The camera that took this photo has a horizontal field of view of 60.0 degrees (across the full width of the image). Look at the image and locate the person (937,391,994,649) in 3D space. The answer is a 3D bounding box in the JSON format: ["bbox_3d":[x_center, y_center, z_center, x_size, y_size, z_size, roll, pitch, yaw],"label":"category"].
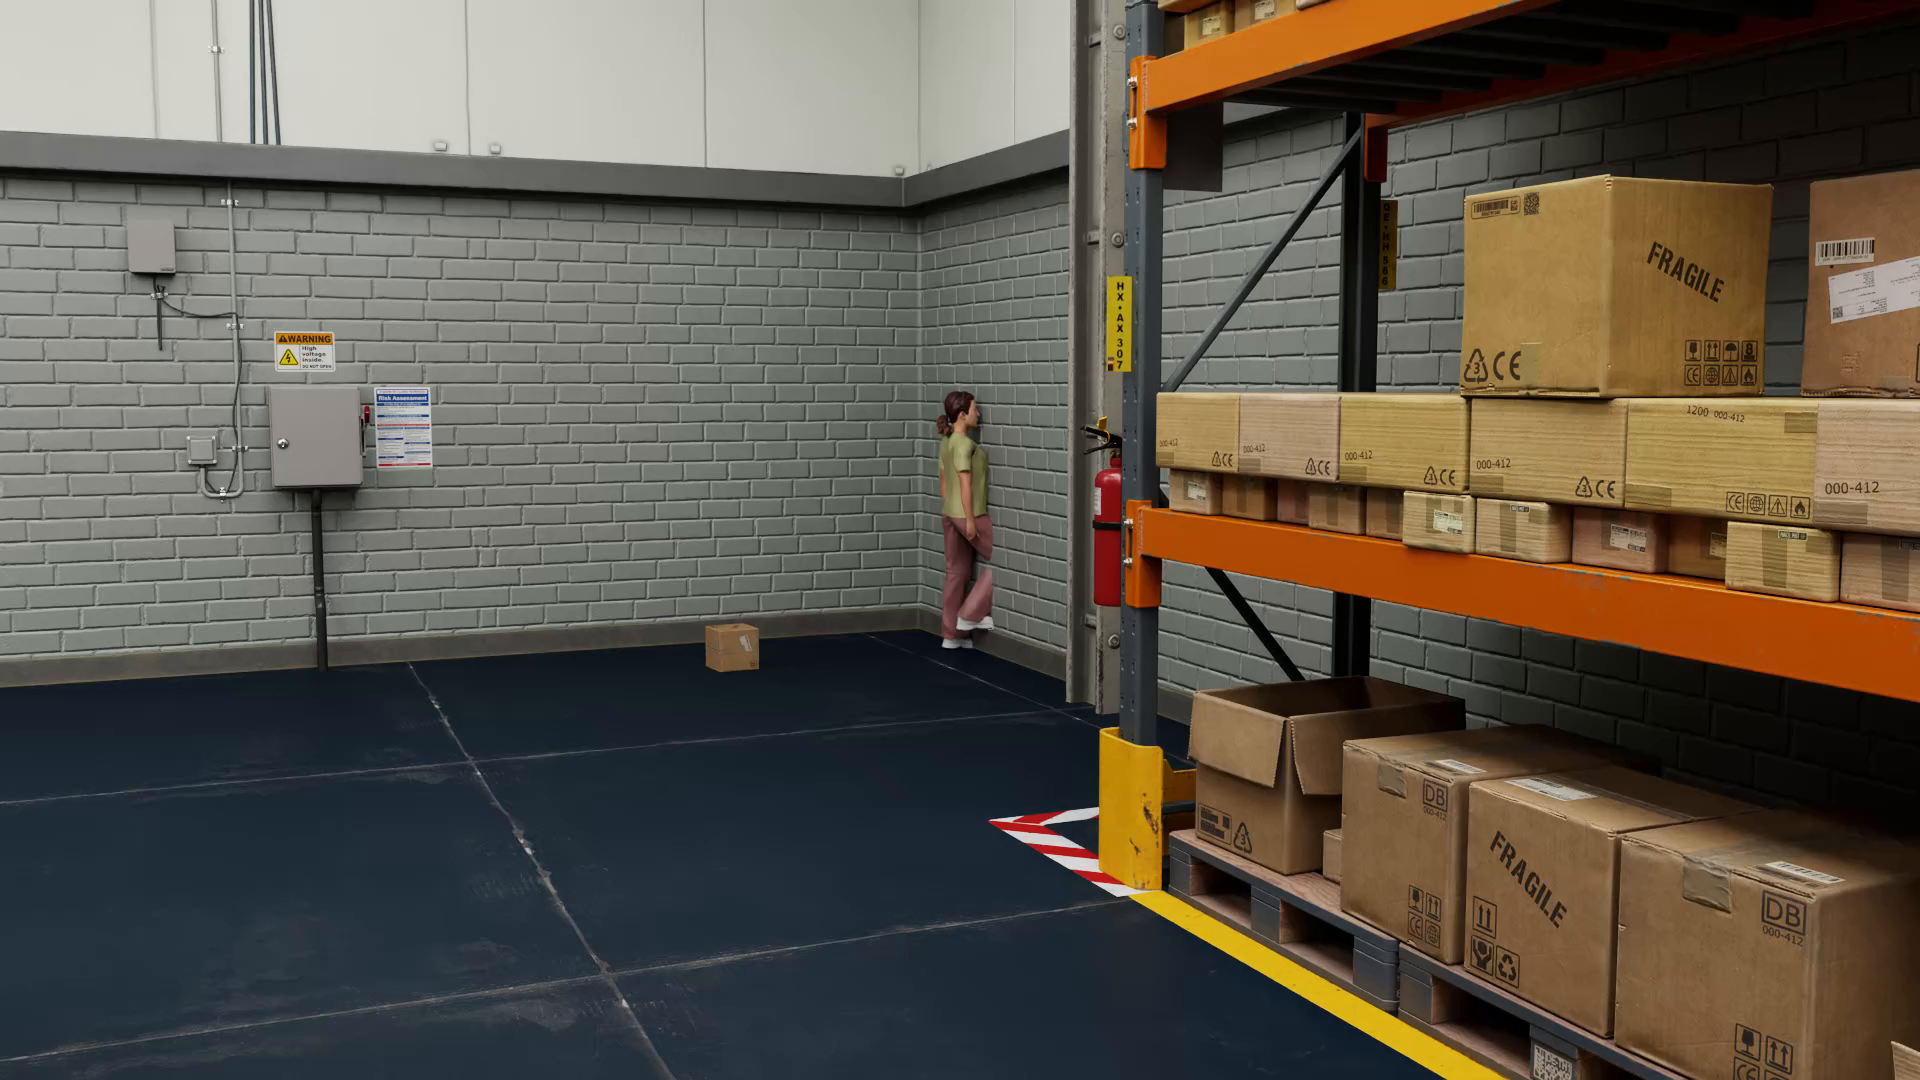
[{"bbox_3d":[0.083,-0.117,10.707,0.494,1.678,0.436,-2,6,-19],"label":"person"}]
